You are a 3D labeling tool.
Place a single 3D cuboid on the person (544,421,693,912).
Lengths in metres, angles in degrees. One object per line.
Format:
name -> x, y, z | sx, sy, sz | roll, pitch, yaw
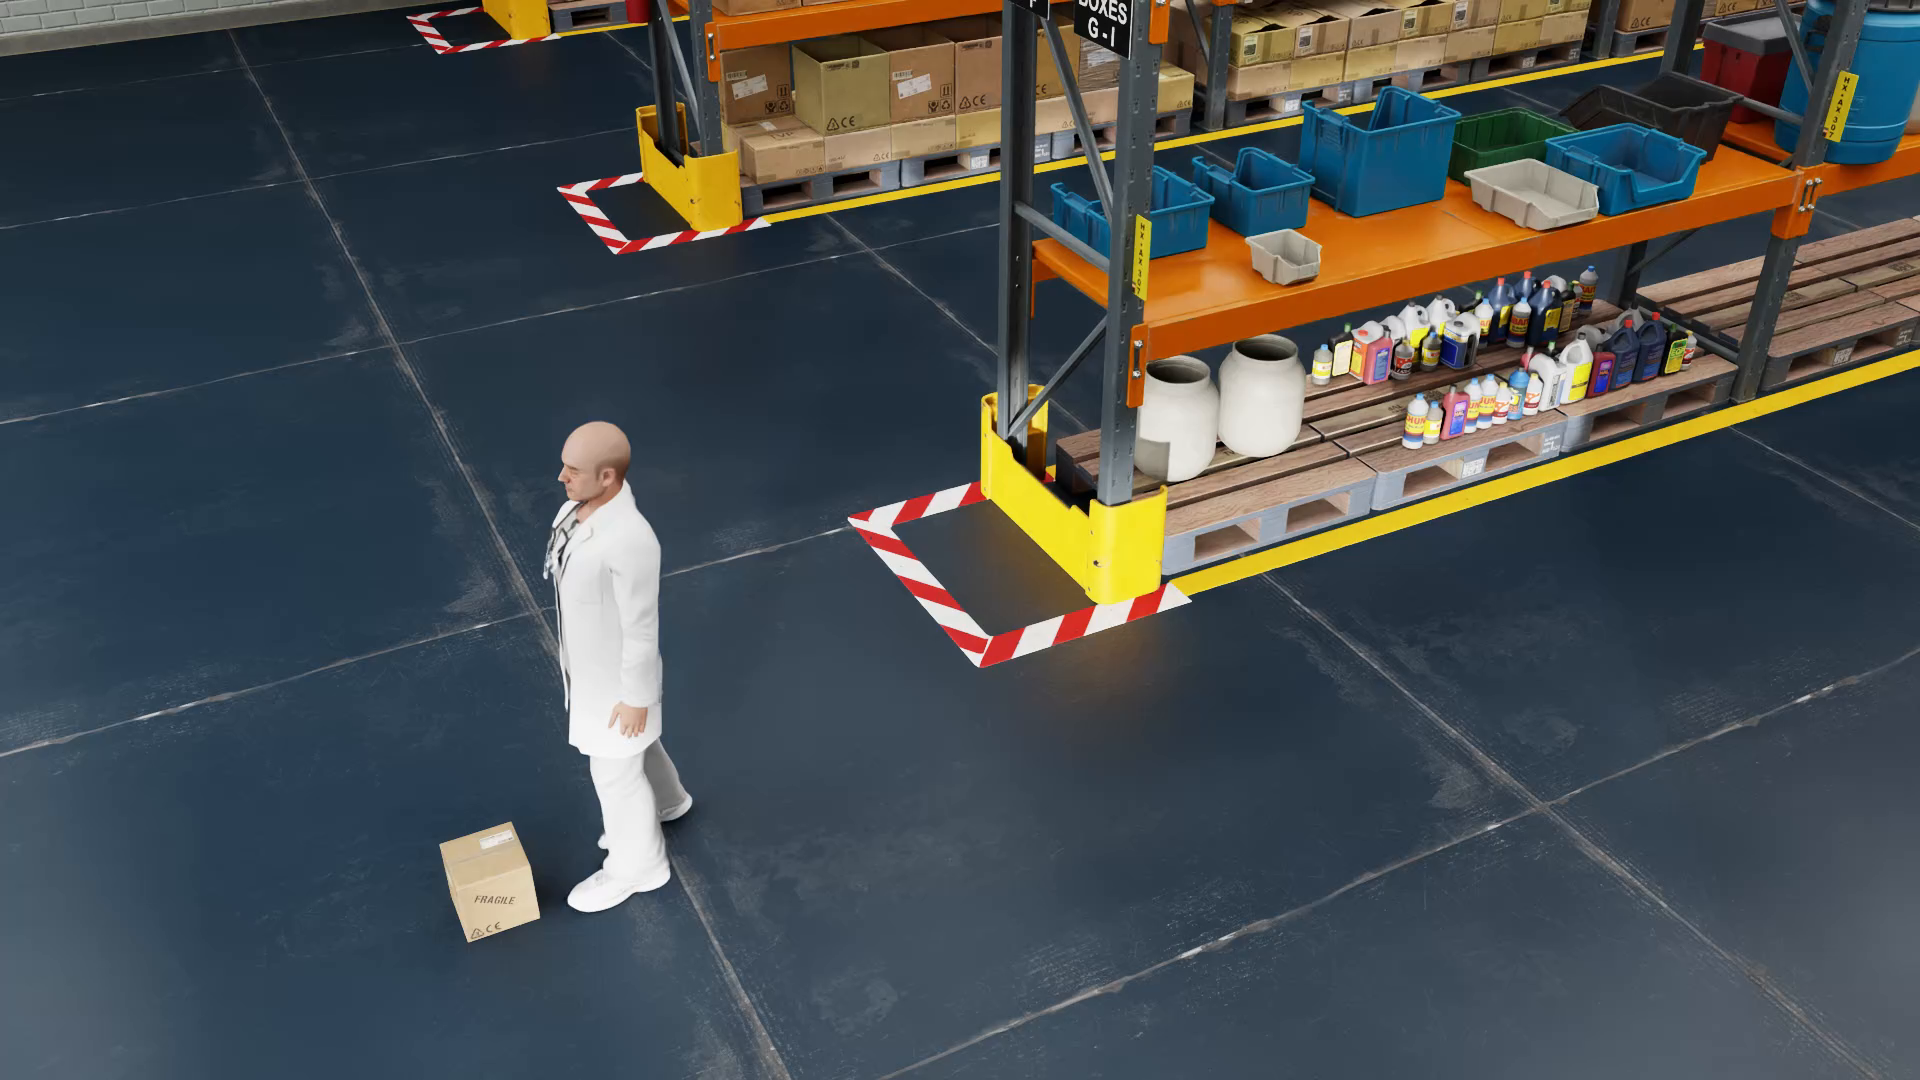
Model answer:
person -> -1.164, 0.430, 5.506 | 0.557, 1.811, 0.583 | -15, 36, -22
